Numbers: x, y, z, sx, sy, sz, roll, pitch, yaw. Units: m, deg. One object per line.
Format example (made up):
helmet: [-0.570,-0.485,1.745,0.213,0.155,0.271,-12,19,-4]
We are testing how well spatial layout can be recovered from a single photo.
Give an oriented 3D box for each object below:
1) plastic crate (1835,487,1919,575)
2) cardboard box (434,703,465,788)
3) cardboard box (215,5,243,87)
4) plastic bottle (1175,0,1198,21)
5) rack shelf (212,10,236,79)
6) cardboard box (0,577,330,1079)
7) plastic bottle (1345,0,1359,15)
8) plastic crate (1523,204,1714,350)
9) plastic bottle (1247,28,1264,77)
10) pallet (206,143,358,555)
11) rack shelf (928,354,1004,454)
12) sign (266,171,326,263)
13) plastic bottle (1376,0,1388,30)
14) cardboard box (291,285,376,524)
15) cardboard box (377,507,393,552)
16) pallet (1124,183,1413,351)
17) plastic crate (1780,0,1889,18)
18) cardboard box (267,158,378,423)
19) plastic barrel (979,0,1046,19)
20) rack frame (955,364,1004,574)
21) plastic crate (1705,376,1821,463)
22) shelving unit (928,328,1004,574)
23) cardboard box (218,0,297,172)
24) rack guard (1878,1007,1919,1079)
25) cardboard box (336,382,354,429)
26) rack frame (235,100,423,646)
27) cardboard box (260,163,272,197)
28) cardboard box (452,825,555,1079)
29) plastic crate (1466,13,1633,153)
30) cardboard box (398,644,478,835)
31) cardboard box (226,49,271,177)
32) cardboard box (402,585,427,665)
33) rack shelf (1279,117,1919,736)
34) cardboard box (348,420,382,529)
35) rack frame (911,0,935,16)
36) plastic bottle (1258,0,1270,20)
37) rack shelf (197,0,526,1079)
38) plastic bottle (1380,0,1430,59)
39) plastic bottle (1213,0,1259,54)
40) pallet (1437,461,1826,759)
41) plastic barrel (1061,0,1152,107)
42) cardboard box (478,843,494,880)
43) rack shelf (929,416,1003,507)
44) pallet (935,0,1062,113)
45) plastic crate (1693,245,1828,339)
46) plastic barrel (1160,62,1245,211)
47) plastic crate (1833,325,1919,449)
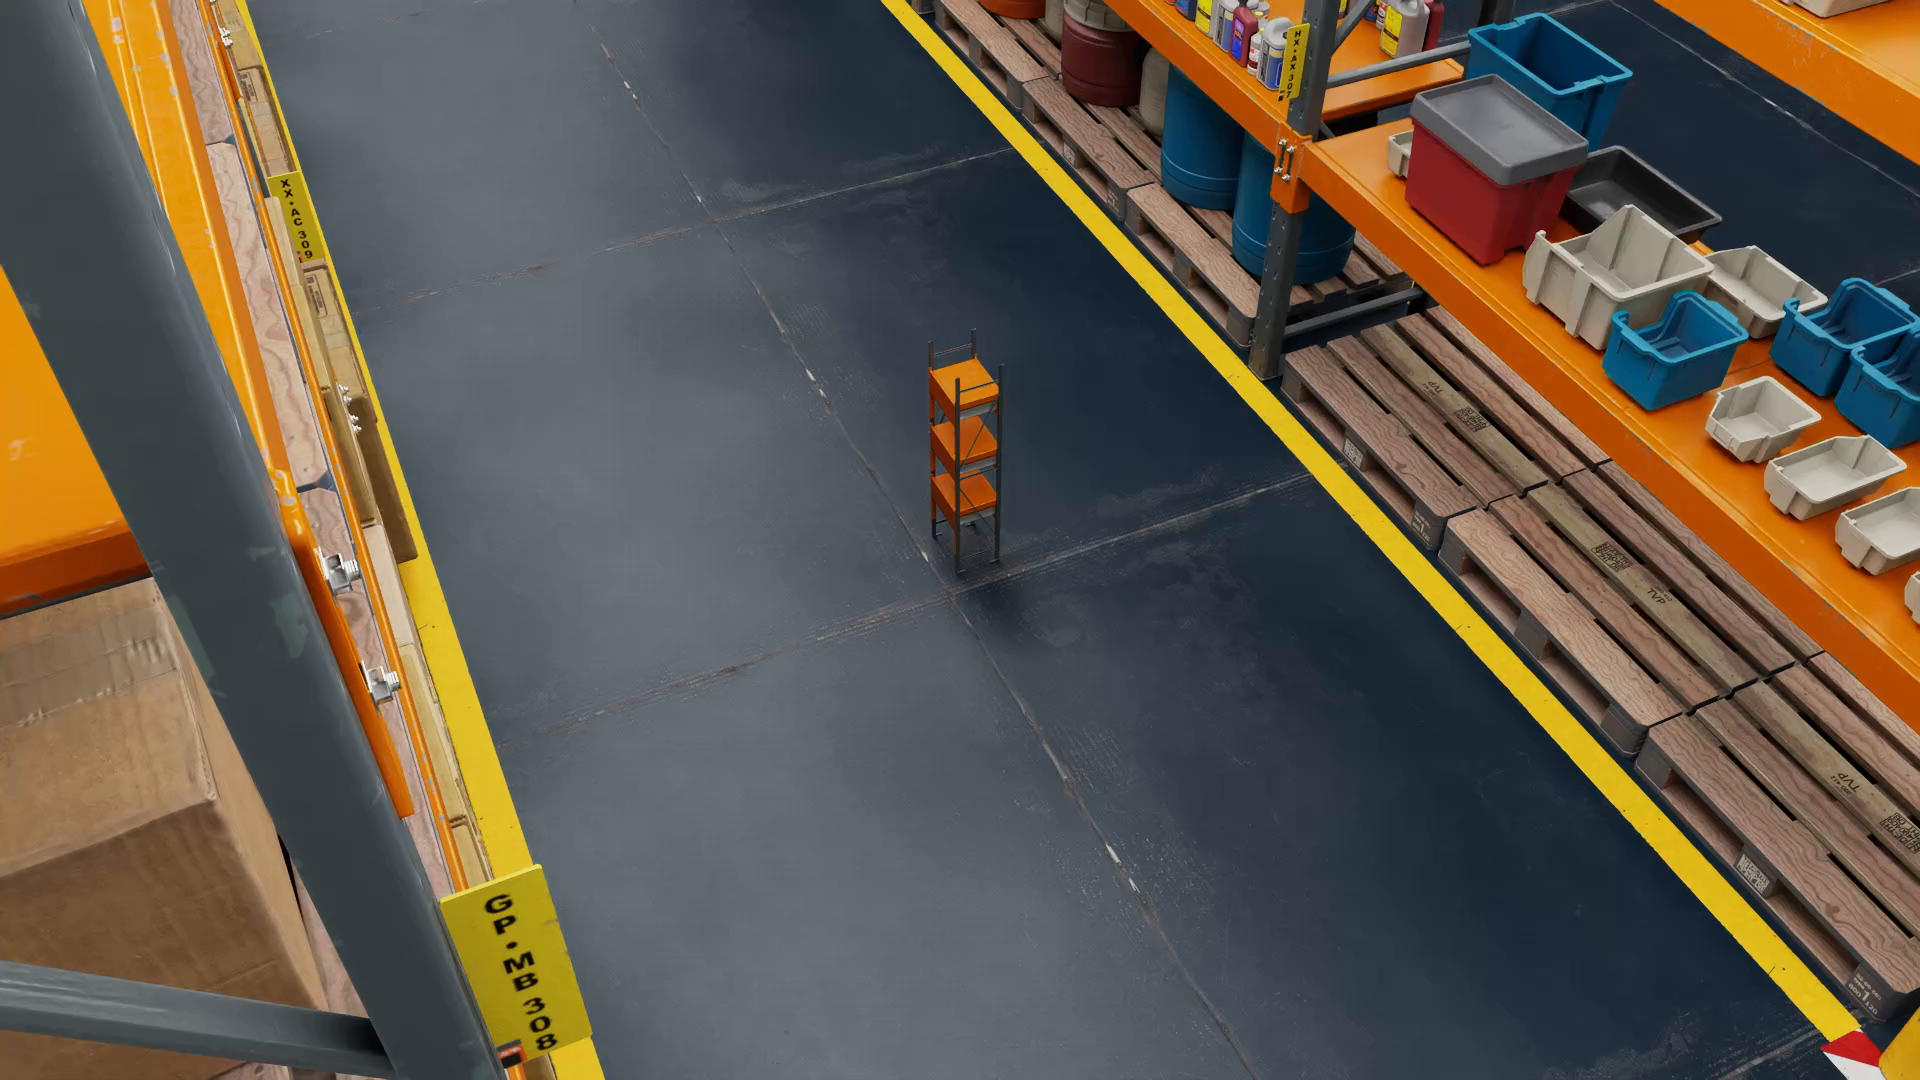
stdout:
plastic crate: [2.919,-0.032,5.160,0.396,0.136,0.243,-18,47,-17]
cardboard box: [-1.569,0.633,4.521,0.380,0.149,0.250,-17,47,-17]
cardboard box: [-3.465,-2.229,7.171,0.500,0.500,0.500,-19,48,-19]
plastic bottle: [1.092,-2.588,7.641,0.144,0.351,0.185,-18,47,-17]
rack shelf: [-3.482,-2.622,6.017,1.077,0.370,4.000,-18,47,-17]
cardboard box: [-1.226,0.410,1.991,0.700,0.500,0.500,-21,48,-20]
plastic bottle: [1.850,-2.595,7.701,0.152,0.276,0.135,-18,47,-17]
plastic crate: [2.328,-0.950,5.987,0.437,0.282,0.530,-18,47,-17]
plastic bottle: [1.320,-2.149,7.303,0.097,0.201,0.097,0,45,0]
pallet: [-1.797,-0.271,3.185,1.003,0.211,1.213,-18,47,-17]
rack shelf: [0.022,-0.534,6.524,0.215,0.259,0.240,-18,47,-17]
sign: [-2.138,-1.037,5.361,0.100,0.325,0.005,-18,47,-17]
plastic bottle: [1.965,-2.440,7.598,0.097,0.201,0.097,0,45,0]
cardboard box: [-1.998,-0.320,4.669,0.500,0.500,0.500,-18,47,-17]
cardboard box: [-1.999,-0.021,5.183,0.380,0.149,0.250,-19,48,-18]
pallet: [1.566,-1.510,8.498,1.003,0.211,1.213,-18,47,-17]
plastic crate: [2.441,-1.666,4.724,0.437,0.136,0.530,-18,47,-17]
cardboard box: [-3.305,-0.900,7.109,1.225,0.875,0.875,-20,48,-19]
plastic barrel: [0.392,-3.617,9.895,0.600,0.830,0.708,-18,47,-17]
rack frame: [0.074,-0.262,6.637,0.200,1.050,0.008,-18,47,-17]
plastic crate: [2.638,-0.385,5.519,0.298,0.136,0.250,-18,47,-17]
shelving unit: [0.022,-0.340,6.716,0.215,1.050,0.252,-18,47,-17]
cardboard box: [-4.051,-2.032,8.256,1.225,0.875,0.875,-20,48,-19]
rack guard: [3.557,1.452,5.291,1.175,0.500,0.348,-18,47,-17]
cardboard box: [-2.215,-0.348,5.515,0.380,0.149,0.250,-18,47,-17]
rack frame: [-2.641,-0.535,5.526,1.000,3.000,0.127,-18,47,-17]
cardboard box: [-2.607,-0.938,5.863,0.500,0.500,0.500,-18,47,-17]
cardboard box: [-1.126,0.990,3.341,0.500,0.500,0.500,-19,48,-18]
plastic crate: [2.359,-1.817,6.793,0.392,0.384,0.575,-18,47,-17]
cardboard box: [-1.573,0.594,4.276,0.500,0.250,0.500,-19,48,-18]
cardboard box: [-3.030,-1.577,6.510,0.500,0.500,0.500,-19,48,-18]
cardboard box: [-1.782,0.307,4.851,0.380,0.149,0.250,-17,47,-17]
rack shelf: [2.694,-0.468,5.969,1.077,0.370,4.000,-18,47,-17]
cardboard box: [-1.997,-0.055,4.934,0.500,0.250,0.500,-17,47,-16]
rack frame: [0.171,-4.547,9.592,1.000,3.000,0.127,-18,47,-17]
plastic bottle: [1.346,-2.365,7.521,0.097,0.201,0.097,0,45,0]
rack shelf: [-1.800,-0.073,3.433,1.077,0.370,4.000,-18,47,-17]
plastic bottle: [1.982,-2.326,7.376,0.144,0.351,0.185,-18,47,-17]
plastic bottle: [1.240,-2.343,7.446,0.152,0.276,0.135,-18,47,-17]
pallet: [2.714,0.230,6.735,1.003,0.211,1.213,-18,47,-17]
plastic barrel: [0.867,-2.812,9.251,0.600,0.588,0.708,-18,47,-17]
cardboard box: [-1.352,0.961,4.188,0.380,0.149,0.250,-19,48,-18]
rack shelf: [0.022,-0.332,6.723,0.215,0.259,0.240,-18,47,-17]
pallet: [0.540,-3.064,10.074,1.003,0.211,1.213,-18,47,-17]
plastic crate: [2.858,-0.905,6.045,0.293,0.136,0.466,-18,47,-17]
plastic barrel: [1.342,-2.204,8.412,0.600,0.901,0.708,-18,47,-17]
plastic crate: [3.176,-0.505,5.571,0.416,0.233,0.300,-18,47,-17]
